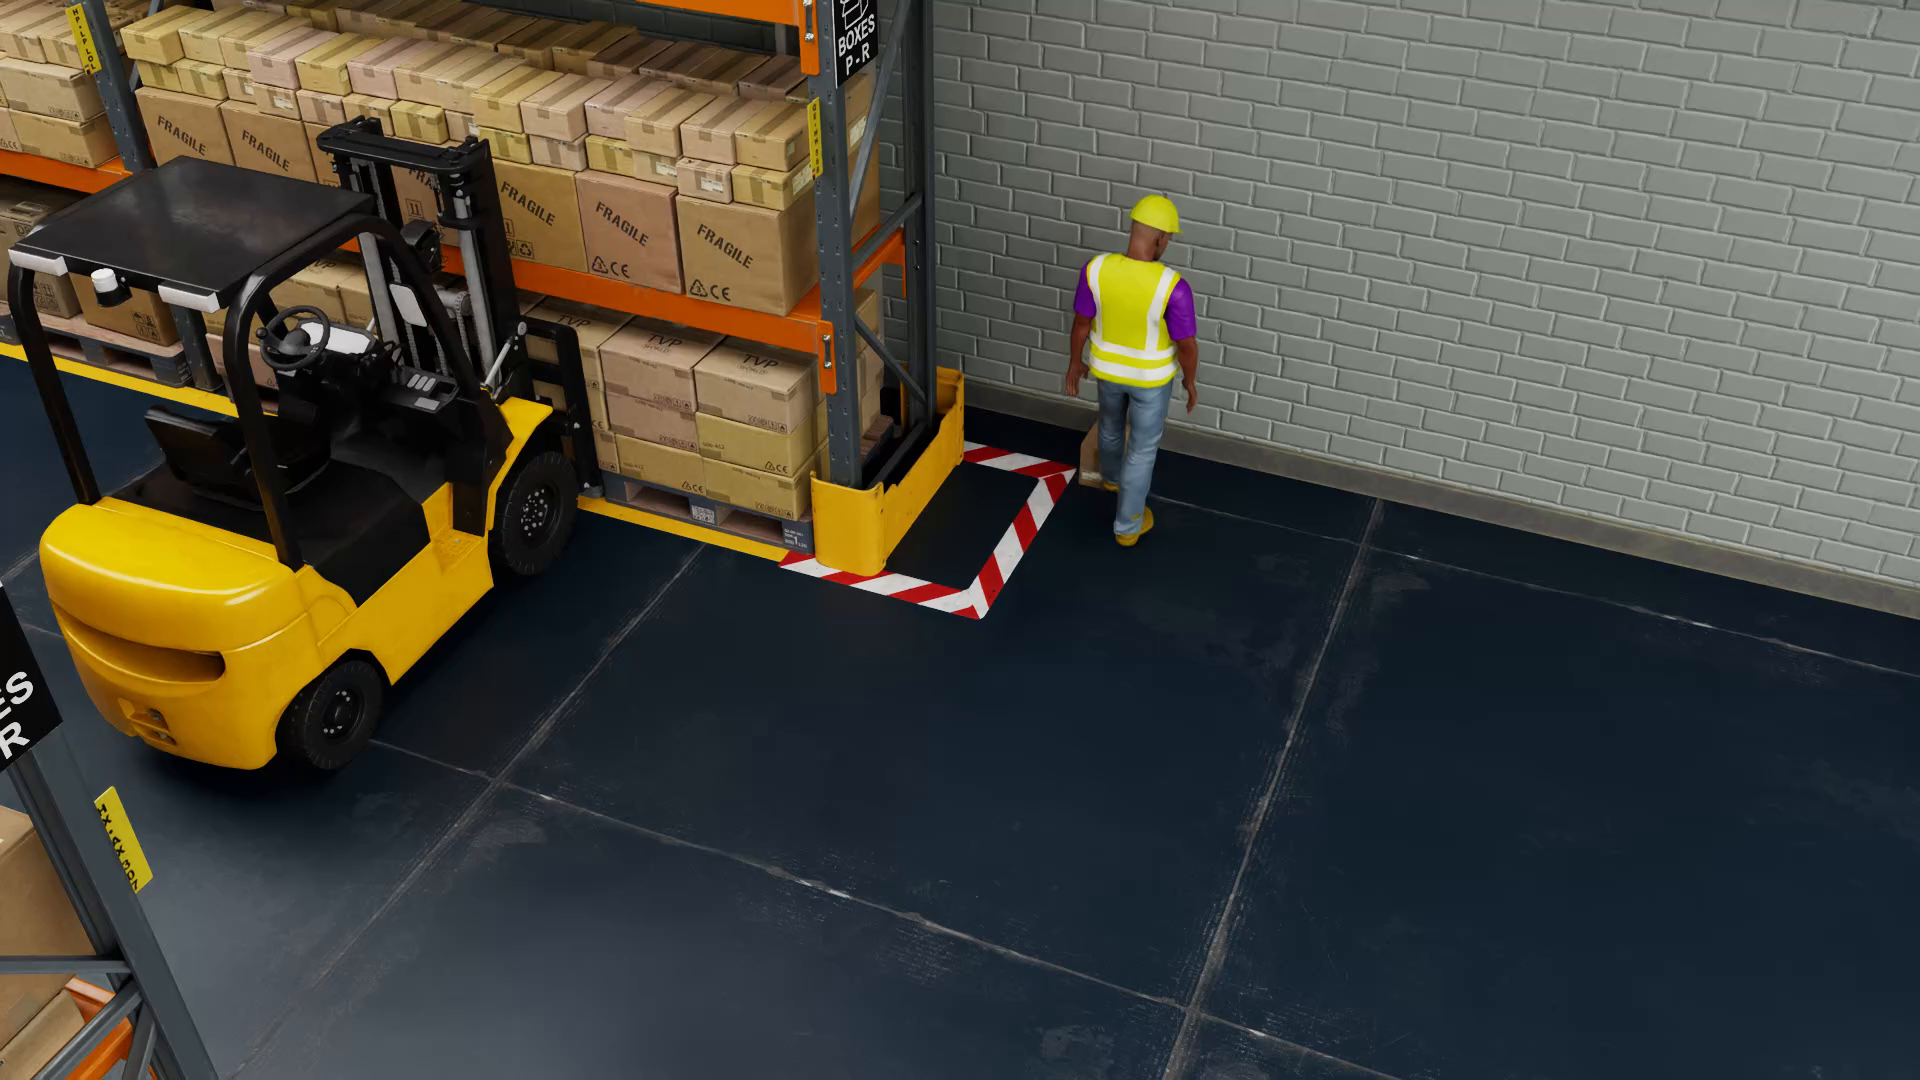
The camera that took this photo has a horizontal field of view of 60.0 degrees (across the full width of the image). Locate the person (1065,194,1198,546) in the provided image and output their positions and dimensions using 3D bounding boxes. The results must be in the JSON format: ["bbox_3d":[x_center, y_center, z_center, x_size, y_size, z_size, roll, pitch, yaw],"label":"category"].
[{"bbox_3d":[0.873,-0.861,7.900,0.619,1.740,0.711,17,40,21],"label":"person"}]
